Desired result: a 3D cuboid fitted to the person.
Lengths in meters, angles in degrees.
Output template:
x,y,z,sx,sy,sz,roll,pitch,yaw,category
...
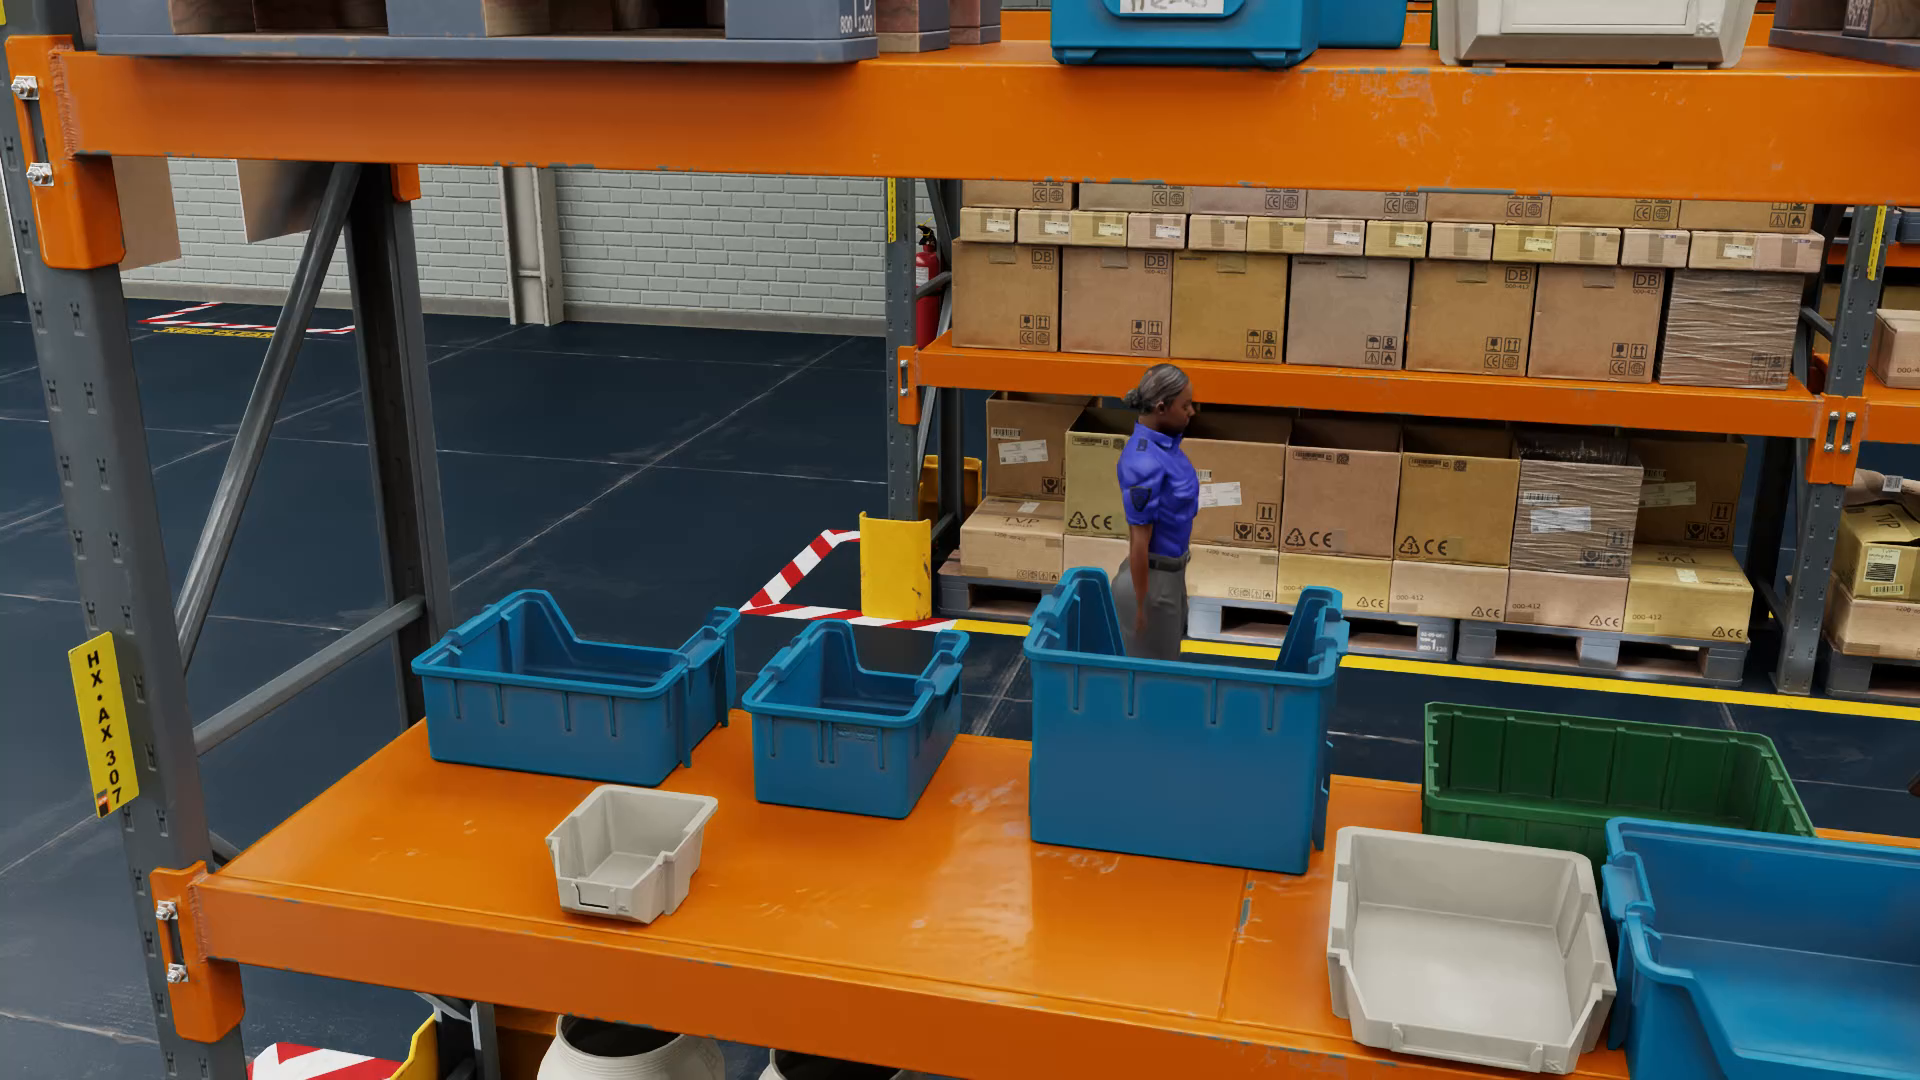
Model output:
x,y,z,sx,sy,sz,roll,pitch,yaw,category
0.732,0.184,6.007,0.354,1.670,0.444,5,19,14,person
